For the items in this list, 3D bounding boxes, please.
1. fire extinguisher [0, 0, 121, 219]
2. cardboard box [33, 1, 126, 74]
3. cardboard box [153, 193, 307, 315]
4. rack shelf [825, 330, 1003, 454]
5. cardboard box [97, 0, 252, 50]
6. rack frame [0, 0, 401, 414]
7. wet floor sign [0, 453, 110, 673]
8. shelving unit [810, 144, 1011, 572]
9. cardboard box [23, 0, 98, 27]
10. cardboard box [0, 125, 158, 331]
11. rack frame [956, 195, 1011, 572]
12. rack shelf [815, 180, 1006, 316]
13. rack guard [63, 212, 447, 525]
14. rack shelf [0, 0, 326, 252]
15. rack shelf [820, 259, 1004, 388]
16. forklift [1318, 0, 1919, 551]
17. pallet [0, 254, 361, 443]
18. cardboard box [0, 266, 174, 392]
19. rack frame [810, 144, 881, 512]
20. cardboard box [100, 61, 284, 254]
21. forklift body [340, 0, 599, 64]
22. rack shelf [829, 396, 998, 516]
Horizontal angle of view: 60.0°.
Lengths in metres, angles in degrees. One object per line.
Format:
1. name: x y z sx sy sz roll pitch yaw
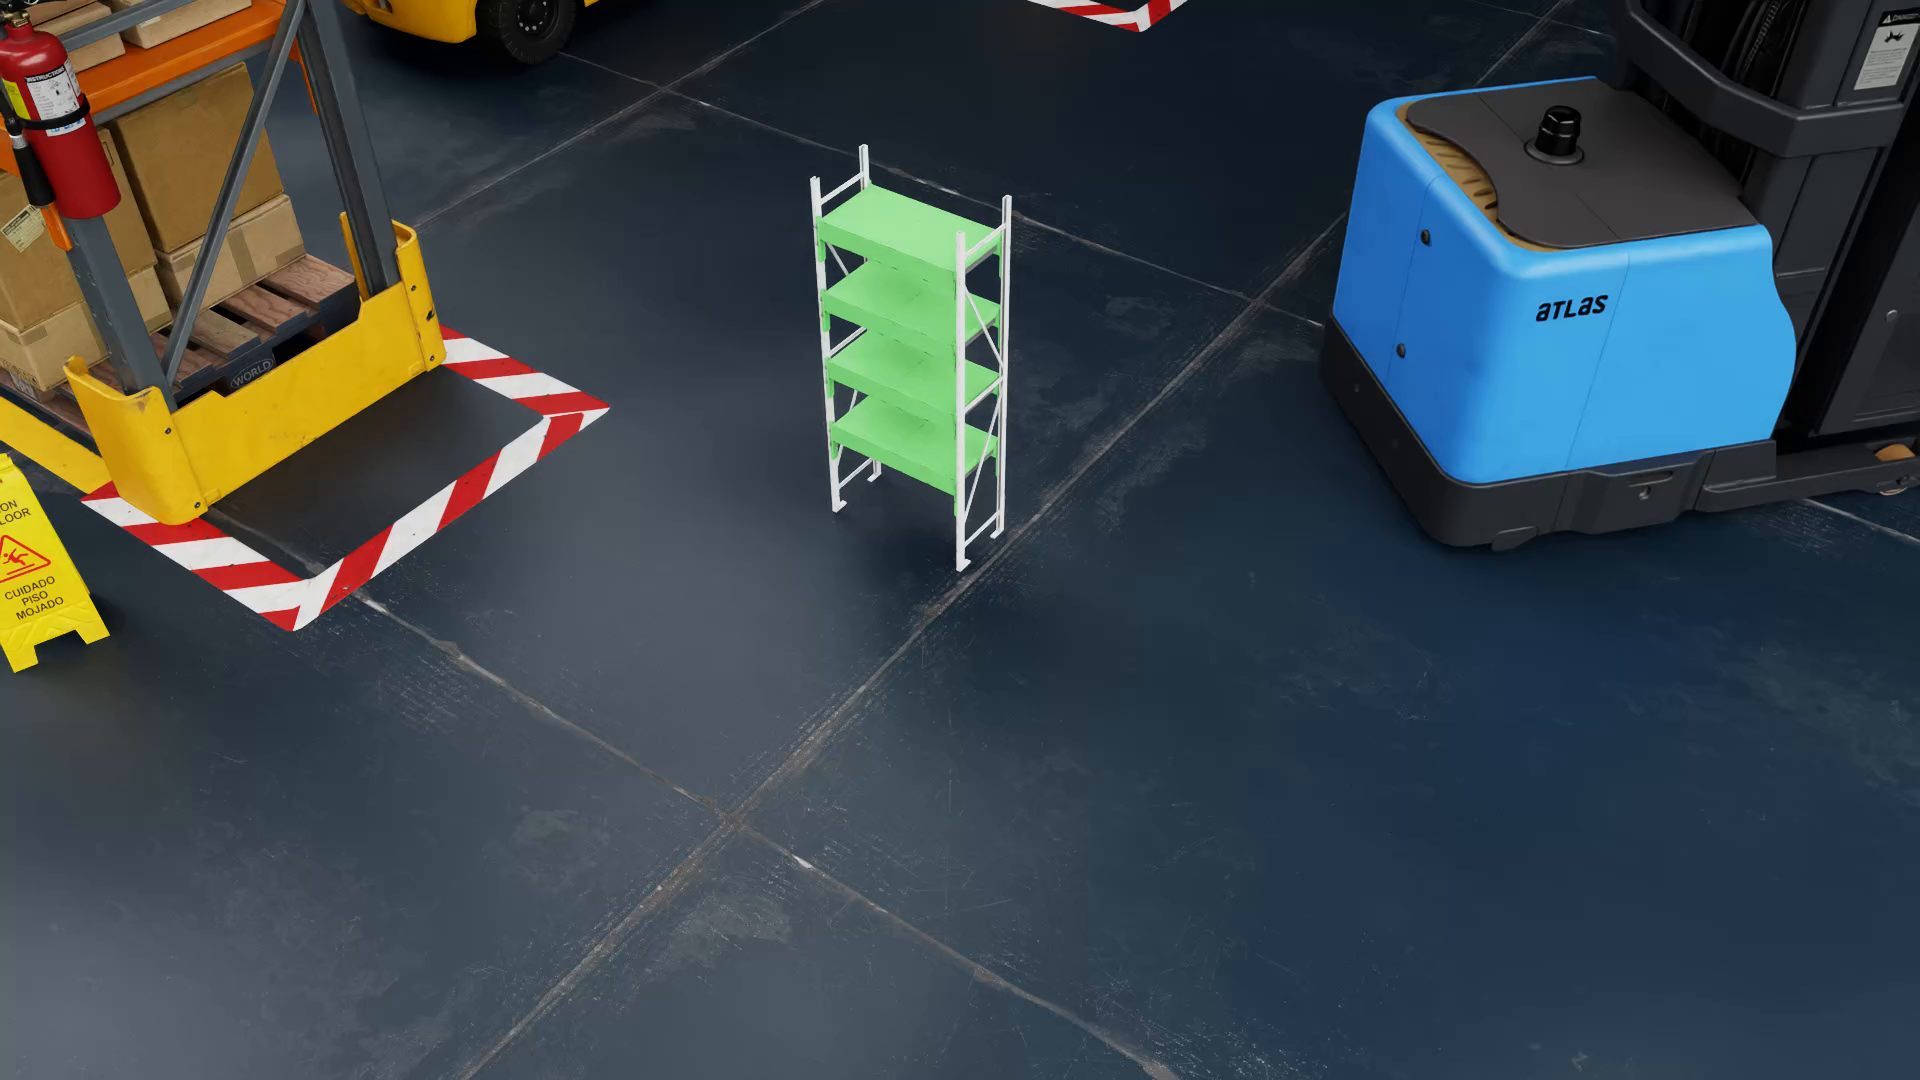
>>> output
1. fire extinguisher: -2.408 -1.178 4.376 0.183 0.674 0.296 25 48 25
2. cardboard box: -2.666 -1.436 4.793 0.250 0.149 0.380 27 48 27
3. cardboard box: -2.739 -1.094 5.971 0.500 0.250 0.500 25 47 25
4. rack shelf: -0.136 -0.463 4.963 0.480 0.148 0.258 25 48 25
5. cardboard box: -2.397 -1.652 5.035 0.250 0.149 0.380 25 48 25
6. rack frame: -2.237 -1.503 4.680 0.127 3.000 1.000 25 48 25
7. wet floor sign: -2.696 0.032 4.731 0.267 0.644 0.232 -25 48 -25
8. shelving unit: -0.136 -0.511 4.921 0.503 1.200 0.258 25 48 25
9. cardboard box: -2.840 -1.708 4.612 0.500 0.500 0.500 24 47 25
10. cardboard box: -3.043 -1.078 5.390 0.500 0.500 0.500 25 48 26
11. rack frame: 0.064 -0.417 4.816 0.015 1.200 0.240 25 48 25
12. rack shelf: -0.136 -0.821 4.643 0.480 0.148 0.258 25 48 25
13. rack guard: -2.300 -0.600 5.546 0.348 0.500 1.175 25 48 25
14. rack shelf: -3.875 -2.000 5.776 4.000 0.370 1.077 25 48 25
15. rack shelf: -0.136 -0.642 4.803 0.480 0.148 0.258 25 48 25
16. forklift: 2.823 -1.573 4.810 3.031 2.935 1.130 -9 43 -10
17. pallet: -2.944 -0.823 6.011 1.213 0.211 1.003 25 48 25
18. cardboard box: -3.073 -0.806 5.649 0.500 0.250 0.500 25 47 25
19. rack frame: -0.335 -0.604 5.025 0.015 1.200 0.240 25 48 25
20. cardboard box: -2.759 -1.383 5.730 0.500 0.500 0.500 24 47 24
21. forklift body: -1.990 -3.628 7.691 1.214 2.155 2.313 25 48 25
22. rack shelf: -0.136 -0.284 5.123 0.480 0.148 0.258 25 48 25
